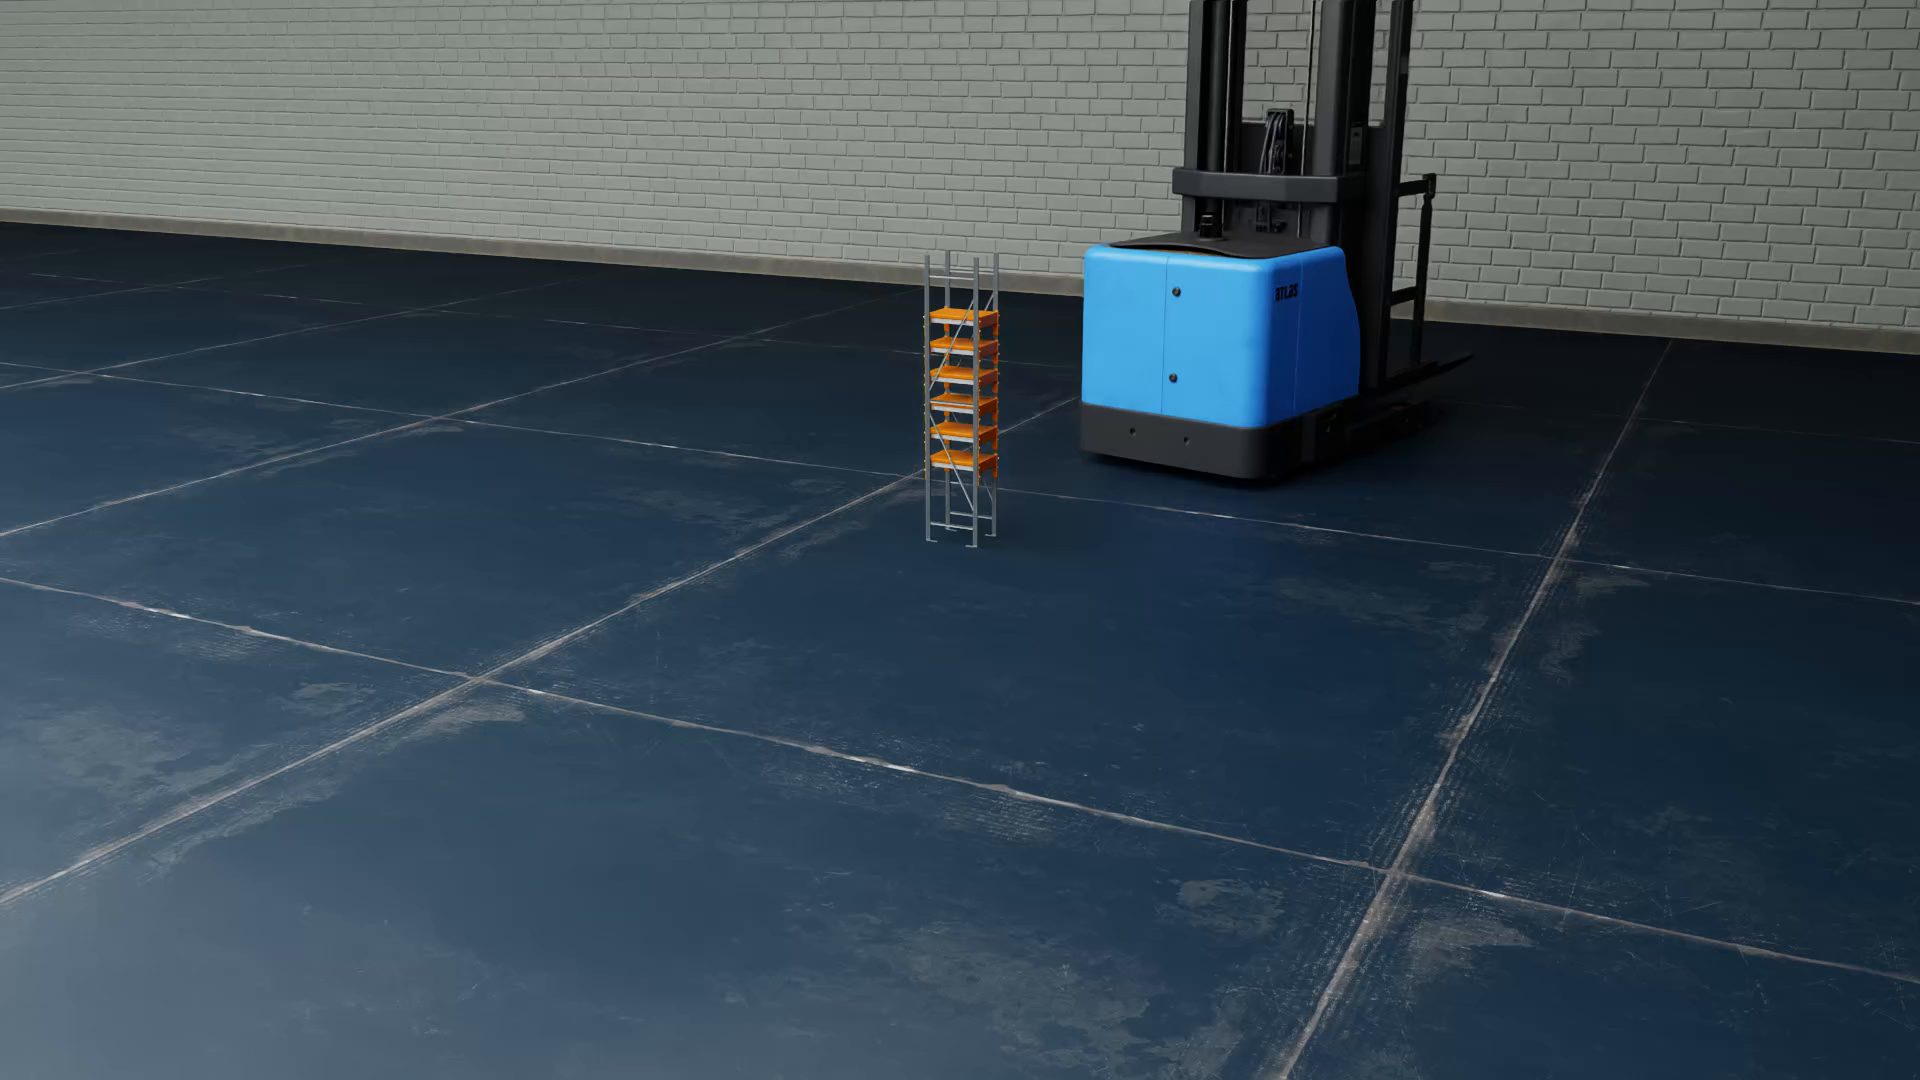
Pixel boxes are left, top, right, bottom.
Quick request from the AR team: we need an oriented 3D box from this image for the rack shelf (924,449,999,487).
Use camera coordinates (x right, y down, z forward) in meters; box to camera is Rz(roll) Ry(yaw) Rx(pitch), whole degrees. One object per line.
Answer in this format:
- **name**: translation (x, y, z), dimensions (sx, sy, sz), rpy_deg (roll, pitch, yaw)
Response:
- **rack shelf**: translation (0.006, -0.306, 6.947), dimensions (0.258, 0.103, 0.180), rpy_deg (8, 18, 25)

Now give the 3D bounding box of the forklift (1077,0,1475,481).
- **forklift**: translation (1.899, -2.037, 8.736), dimensions (1.130, 2.935, 3.031), rpy_deg (13, 21, 37)

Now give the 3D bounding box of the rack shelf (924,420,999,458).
- **rack shelf**: translation (0.006, -0.421, 6.913), dimensions (0.258, 0.103, 0.180), rpy_deg (8, 18, 25)

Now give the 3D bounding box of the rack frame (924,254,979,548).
- **rack frame**: translation (-0.034, -0.556, 6.787), dimensions (0.240, 1.200, 0.006), rpy_deg (8, 18, 25)

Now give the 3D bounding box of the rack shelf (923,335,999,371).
- **rack shelf**: translation (0.006, -0.766, 6.810), dimensions (0.258, 0.103, 0.180), rpy_deg (8, 18, 25)

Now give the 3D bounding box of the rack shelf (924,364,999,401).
- **rack shelf**: translation (0.006, -0.651, 6.844), dimensions (0.258, 0.103, 0.180), rpy_deg (8, 18, 25)

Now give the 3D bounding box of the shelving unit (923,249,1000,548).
- **shelving unit**: translation (0.006, -0.579, 6.866), dimensions (0.258, 1.200, 0.189), rpy_deg (8, 18, 25)

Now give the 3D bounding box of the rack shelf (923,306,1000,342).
- **rack shelf**: translation (0.006, -0.881, 6.776), dimensions (0.258, 0.103, 0.180), rpy_deg (8, 18, 25)

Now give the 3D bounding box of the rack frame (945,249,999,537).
- **rack frame**: translation (0.047, -0.602, 6.944), dimensions (0.240, 1.200, 0.006), rpy_deg (8, 18, 25)

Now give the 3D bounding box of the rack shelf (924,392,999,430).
- **rack shelf**: translation (0.006, -0.536, 6.879), dimensions (0.258, 0.103, 0.180), rpy_deg (8, 18, 25)
